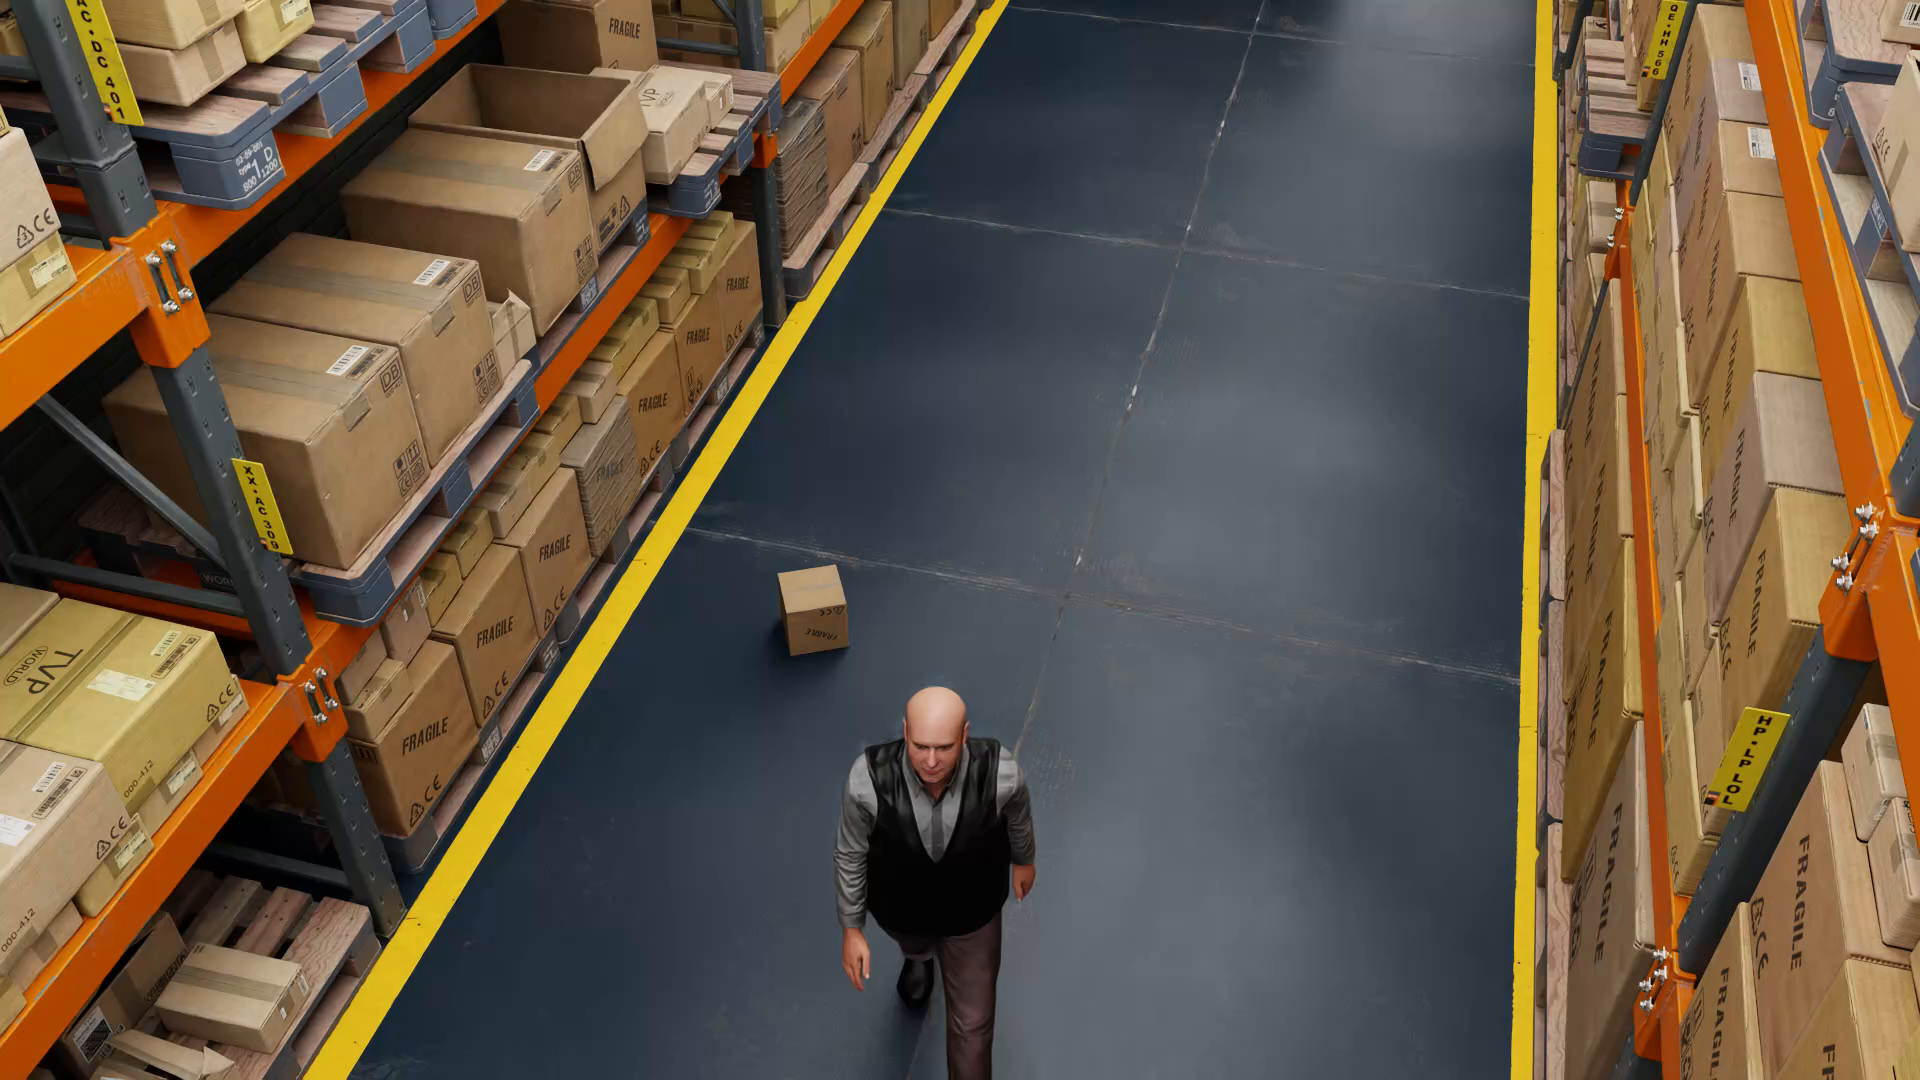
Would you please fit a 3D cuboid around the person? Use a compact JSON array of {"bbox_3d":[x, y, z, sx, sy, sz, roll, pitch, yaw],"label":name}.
[{"bbox_3d":[-0.071,1.160,4.892,0.580,1.579,1.091,1,41,1],"label":"person"}]
